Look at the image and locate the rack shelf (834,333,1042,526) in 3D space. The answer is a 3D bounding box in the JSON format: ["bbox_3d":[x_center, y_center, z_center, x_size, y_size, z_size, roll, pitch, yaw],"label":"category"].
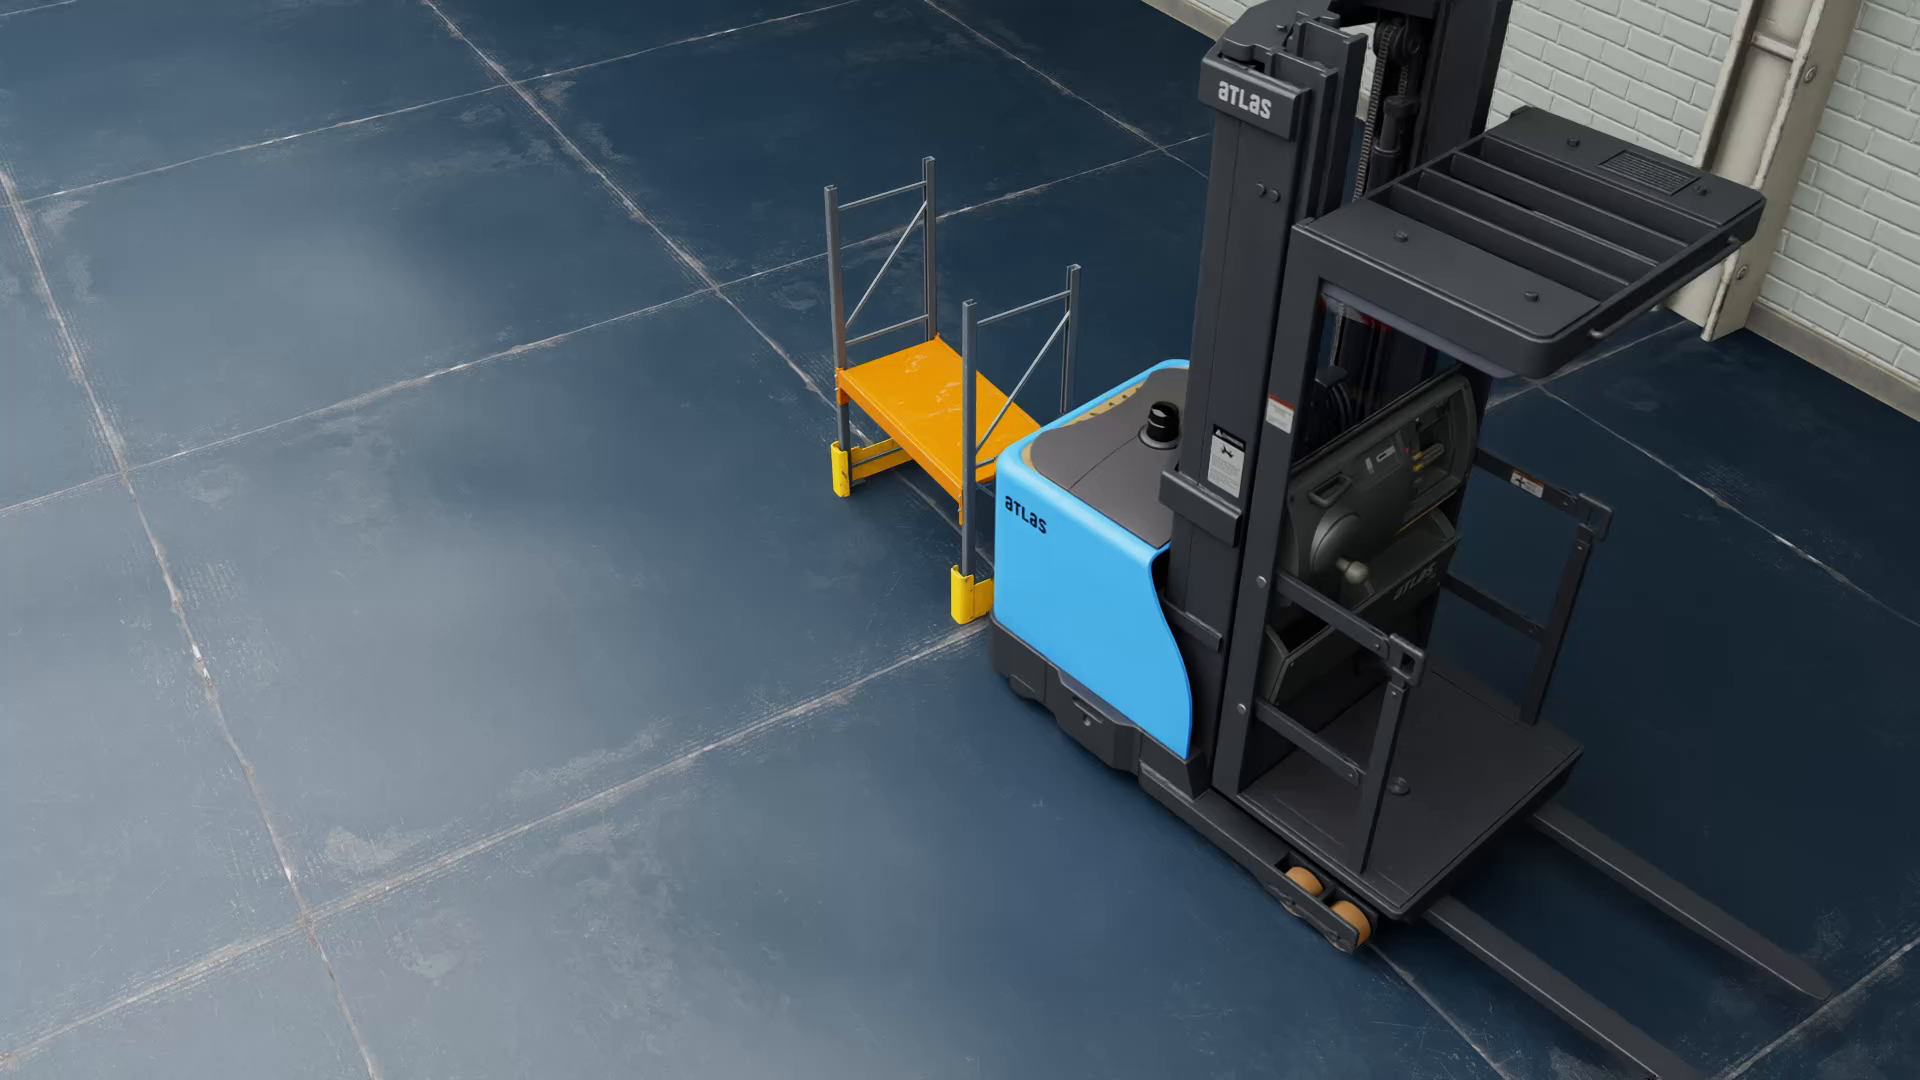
[{"bbox_3d":[-0.046,-0.484,6.940,0.538,0.185,1.000,-22,45,-24],"label":"rack shelf"}]

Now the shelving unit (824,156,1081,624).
[{"bbox_3d":[-0.041,-0.617,6.819,0.587,1.500,1.083,-22,45,-24],"label":"shelving unit"}]

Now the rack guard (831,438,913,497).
[{"bbox_3d":[-0.309,-0.406,7.542,0.587,0.250,0.087,-22,45,-24],"label":"rack guard"}]

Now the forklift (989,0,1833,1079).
[{"bbox_3d":[1.474,-0.119,5.104,1.130,2.935,3.031,-30,48,-31],"label":"forklift"}]

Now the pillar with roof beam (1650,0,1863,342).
[{"bbox_3d":[0.203,-3.141,3.990,9.100,9.000,0.400,-22,45,-24],"label":"pillar with roof beam"}]

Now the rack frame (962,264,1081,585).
[{"bbox_3d":[0.227,-0.348,6.496,0.500,1.500,0.032,-22,45,-24],"label":"rack frame"}]

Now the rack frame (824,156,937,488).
[{"bbox_3d":[-0.319,-0.897,7.154,0.500,1.500,0.032,-22,45,-24],"label":"rack frame"}]

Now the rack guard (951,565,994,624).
[{"bbox_3d":[0.227,0.132,6.897,0.587,0.250,0.087,-22,45,-24],"label":"rack guard"}]
